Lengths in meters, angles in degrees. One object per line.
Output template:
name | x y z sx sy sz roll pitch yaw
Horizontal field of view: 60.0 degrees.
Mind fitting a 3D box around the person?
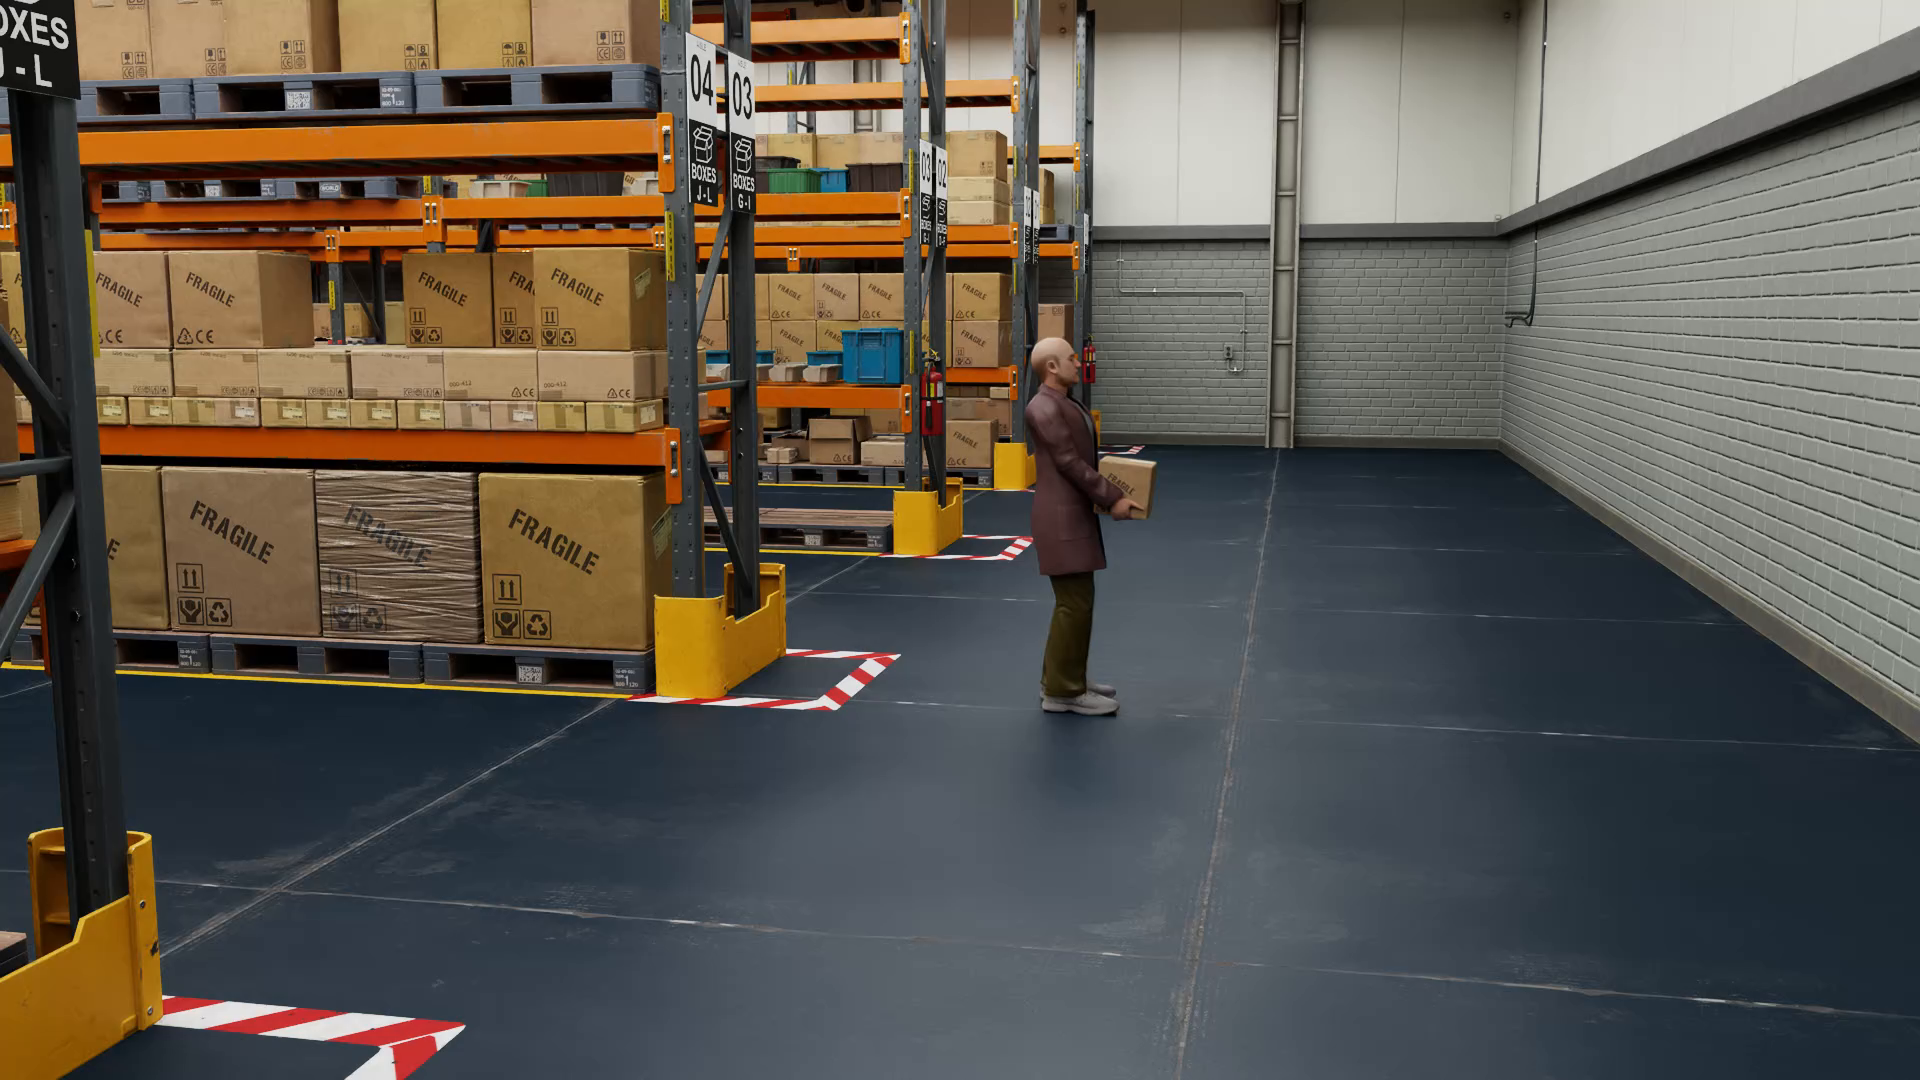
person | 0.607 -0.073 7.918 0.563 1.769 0.527 2 8 12
